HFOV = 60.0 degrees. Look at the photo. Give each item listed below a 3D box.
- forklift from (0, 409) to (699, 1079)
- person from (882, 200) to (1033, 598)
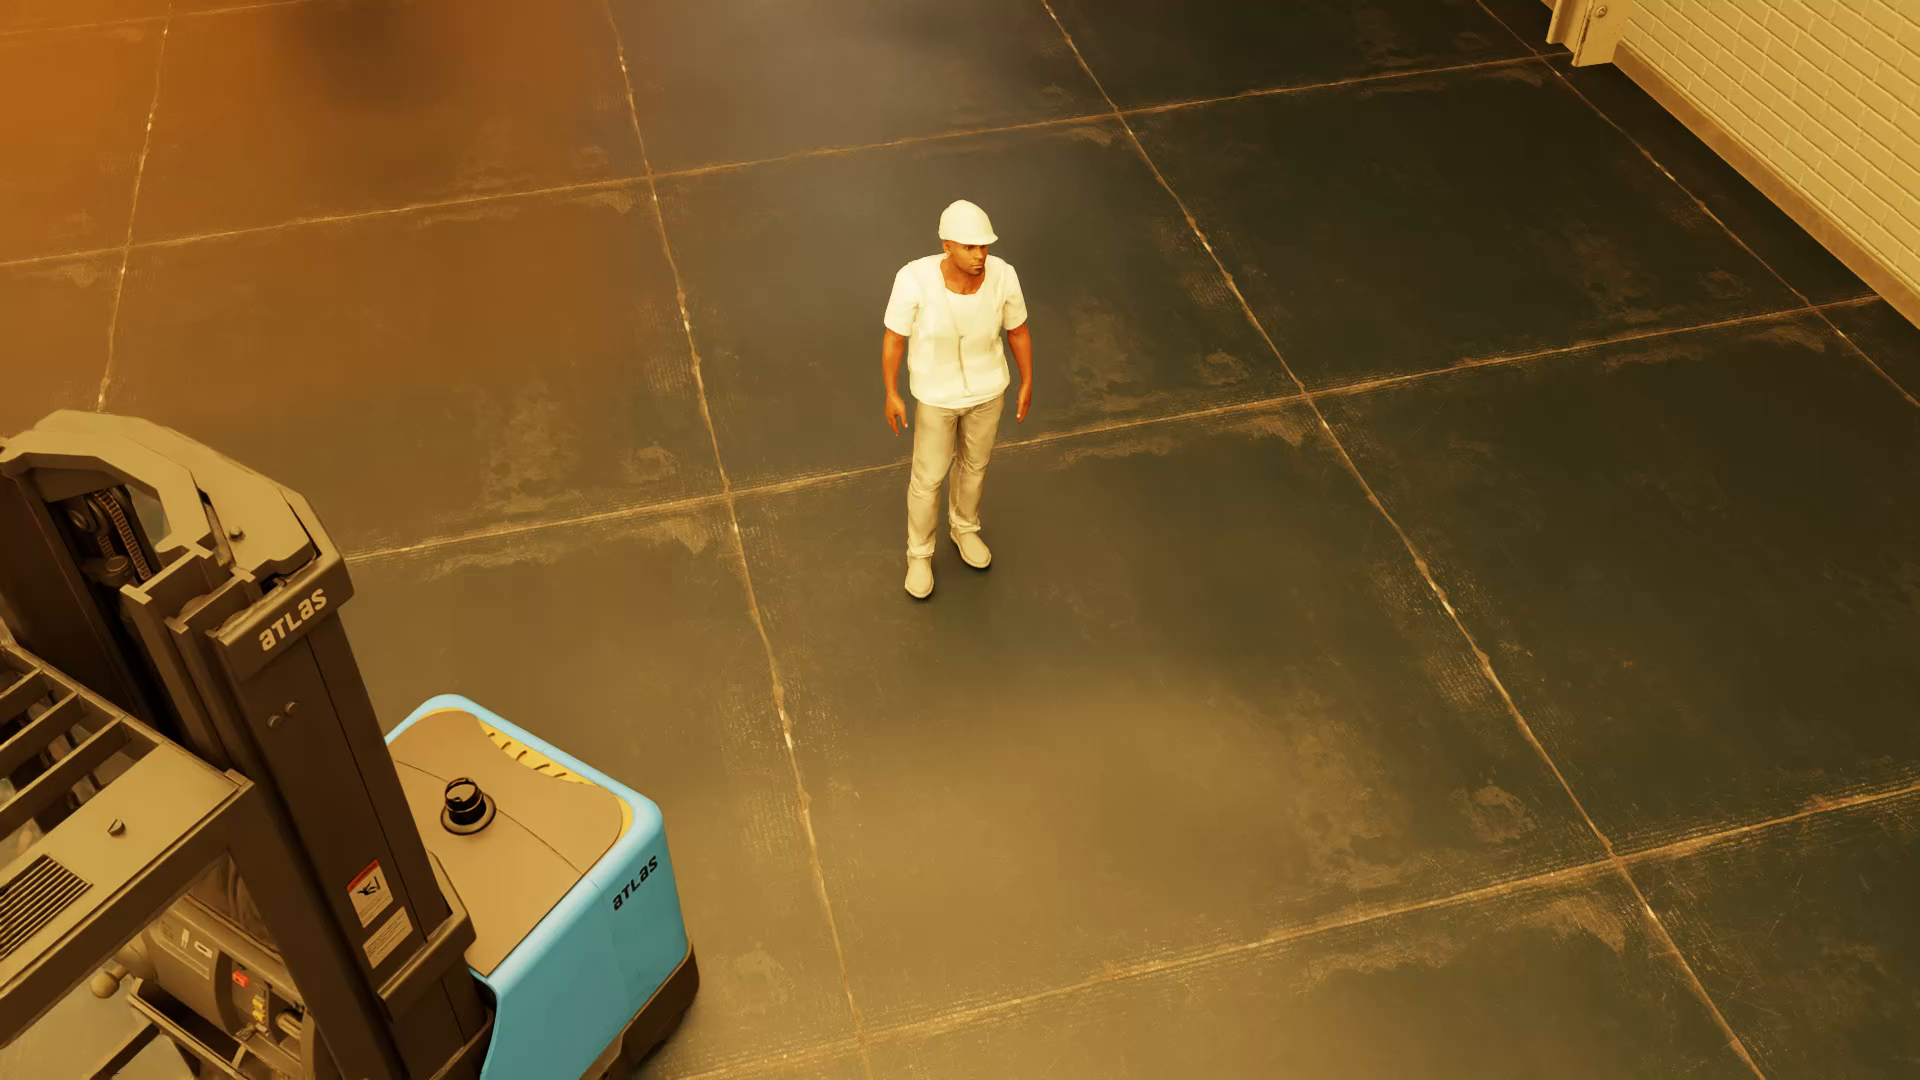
[{"bbox_3d":[-2.149,1.251,4.321,1.130,2.935,3.031,23,48,23],"label":"forklift"},{"bbox_3d":[0.012,-0.600,7.118,0.666,1.765,0.577,-10,44,-11],"label":"person"}]
